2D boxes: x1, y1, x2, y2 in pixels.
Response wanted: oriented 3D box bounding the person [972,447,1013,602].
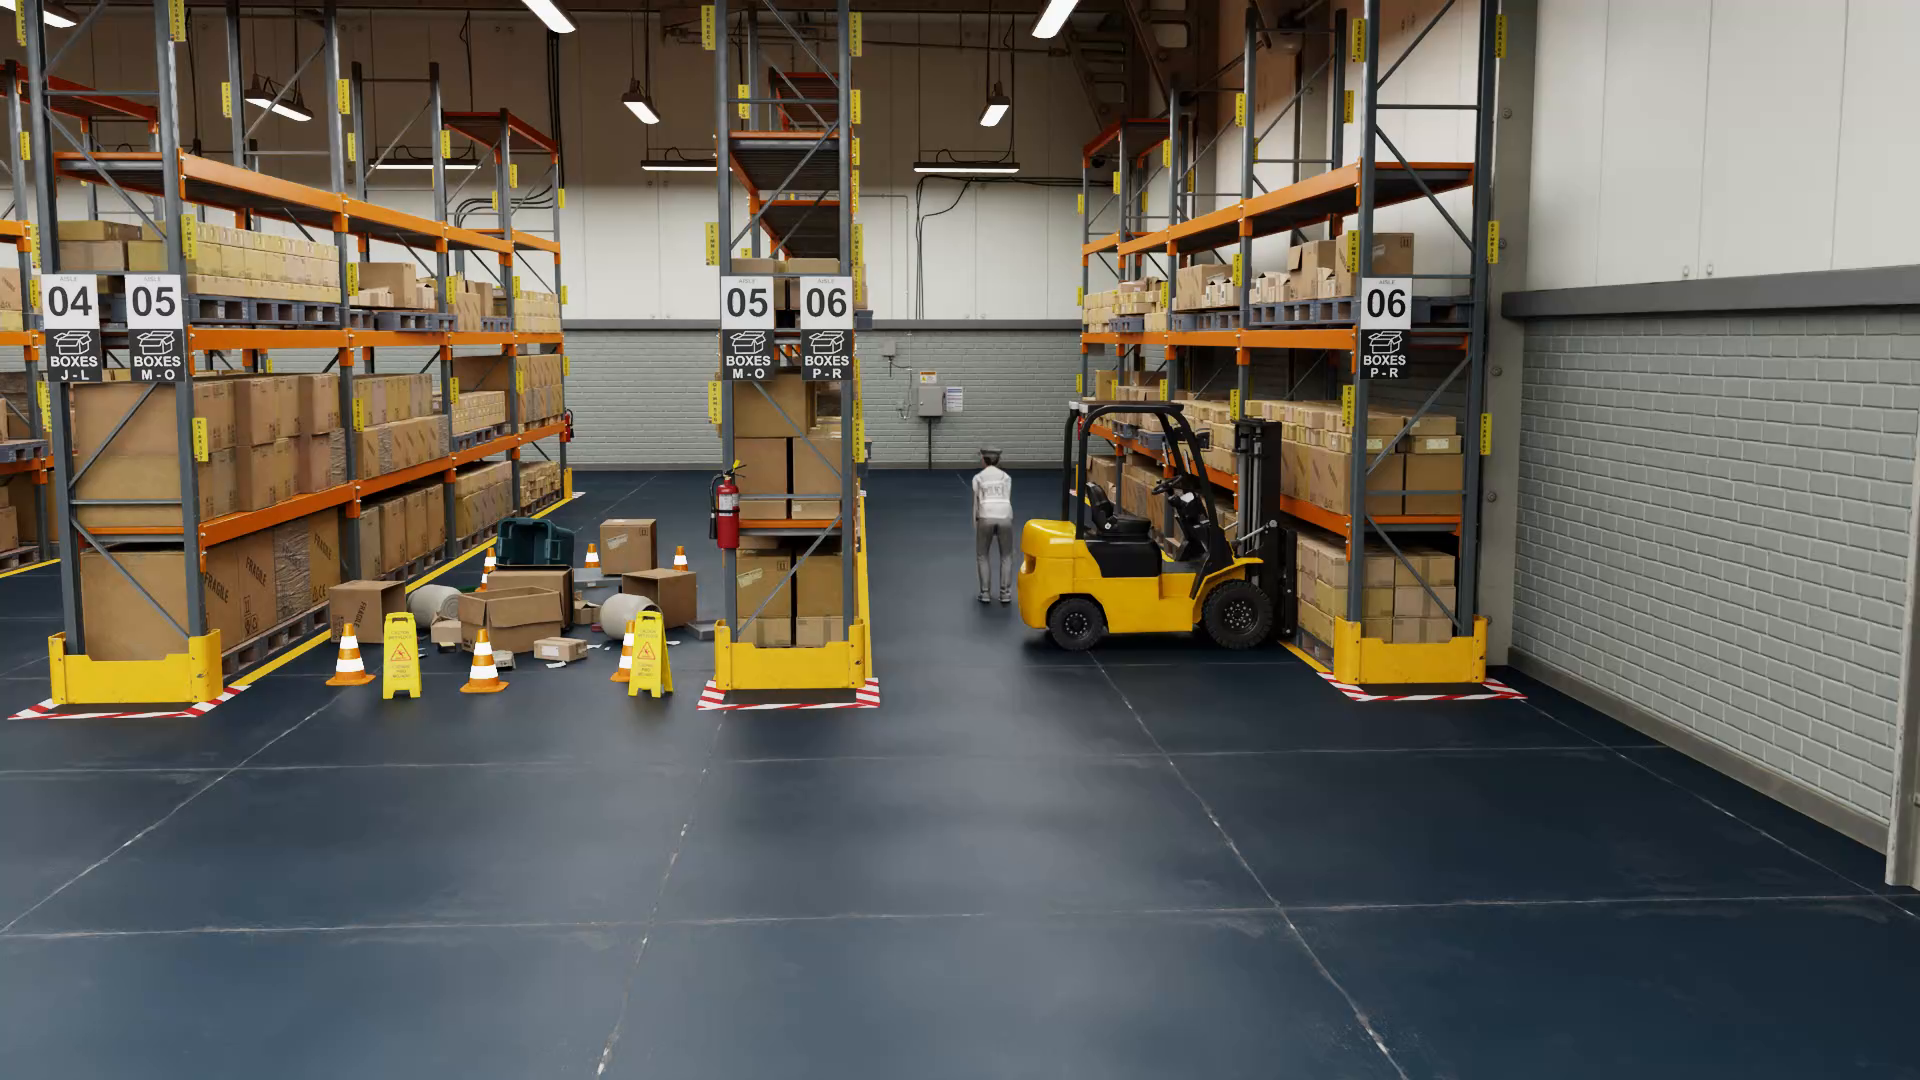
[{"bbox_3d":[0.336,-0.157,17.317,0.409,1.605,0.570,-1,7,-5],"label":"person"}]
